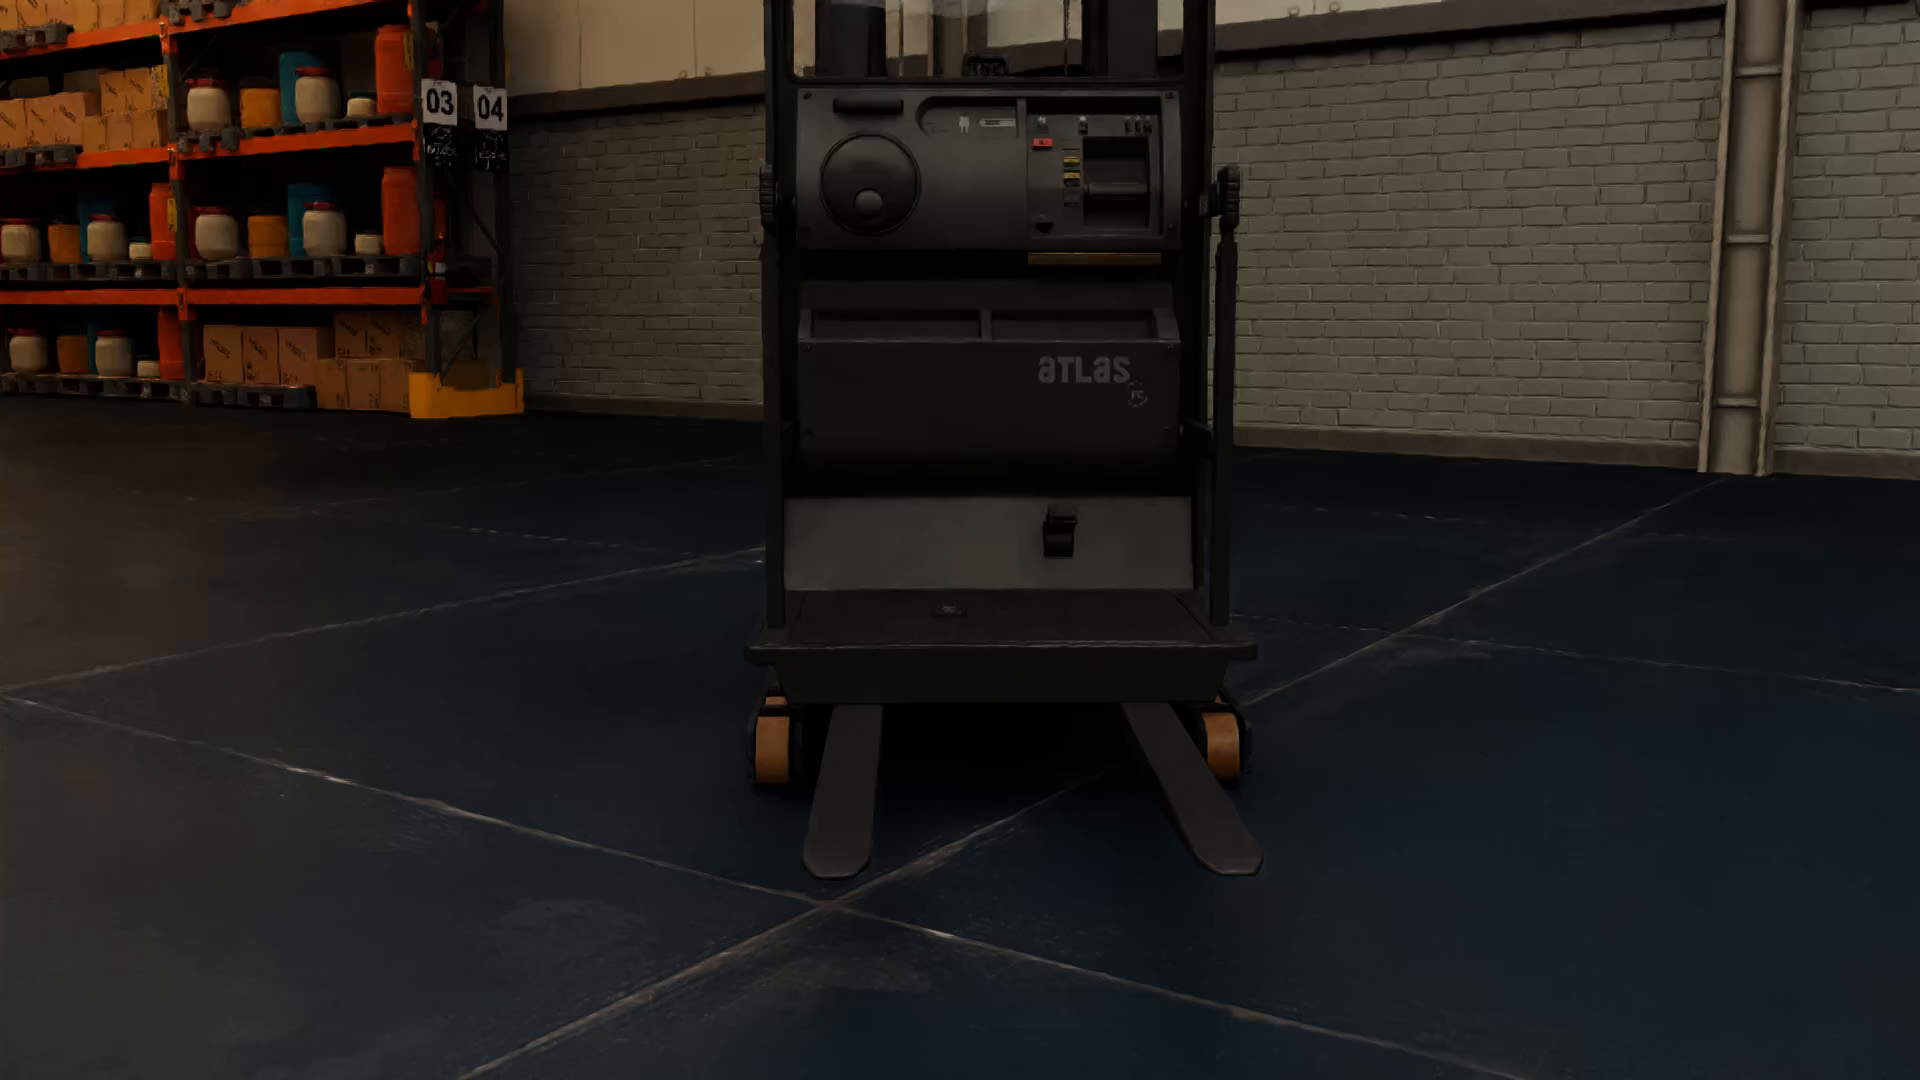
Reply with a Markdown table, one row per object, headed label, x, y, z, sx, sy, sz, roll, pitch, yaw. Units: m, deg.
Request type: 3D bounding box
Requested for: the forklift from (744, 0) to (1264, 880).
| label | x | y | z | sx | sy | sz | roll | pitch | yaw |
| --- | --- | --- | --- | --- | --- | --- | --- | --- | --- |
| forklift | 0.077 | -0.942 | 3.819 | 1.130 | 2.935 | 3.031 | 0 | 8 | -1 |
